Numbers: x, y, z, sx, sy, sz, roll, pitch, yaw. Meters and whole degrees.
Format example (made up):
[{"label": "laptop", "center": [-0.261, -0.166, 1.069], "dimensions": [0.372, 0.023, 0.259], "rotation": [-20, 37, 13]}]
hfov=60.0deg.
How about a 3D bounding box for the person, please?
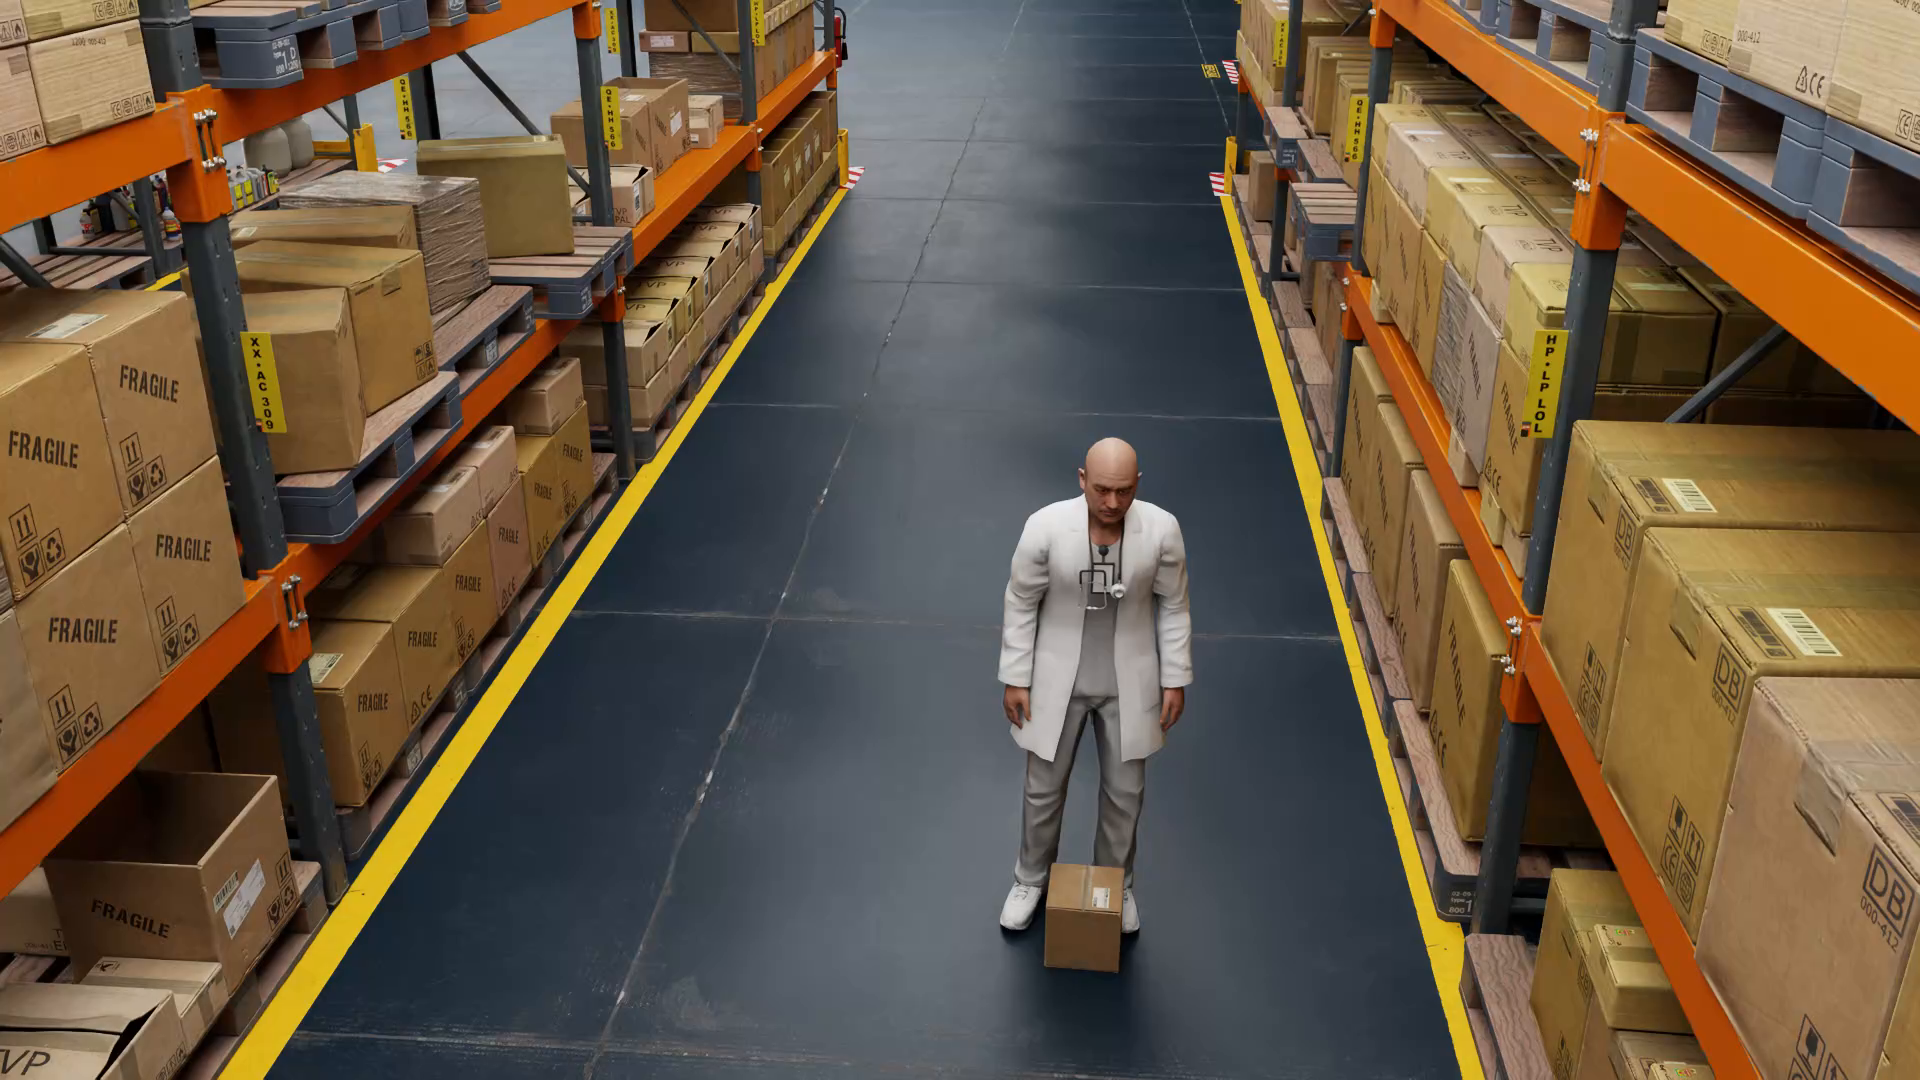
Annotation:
[{"label": "person", "center": [0.451, 0.482, 5.549], "dimensions": [0.653, 1.774, 0.424], "rotation": [0, 24, 1]}]
